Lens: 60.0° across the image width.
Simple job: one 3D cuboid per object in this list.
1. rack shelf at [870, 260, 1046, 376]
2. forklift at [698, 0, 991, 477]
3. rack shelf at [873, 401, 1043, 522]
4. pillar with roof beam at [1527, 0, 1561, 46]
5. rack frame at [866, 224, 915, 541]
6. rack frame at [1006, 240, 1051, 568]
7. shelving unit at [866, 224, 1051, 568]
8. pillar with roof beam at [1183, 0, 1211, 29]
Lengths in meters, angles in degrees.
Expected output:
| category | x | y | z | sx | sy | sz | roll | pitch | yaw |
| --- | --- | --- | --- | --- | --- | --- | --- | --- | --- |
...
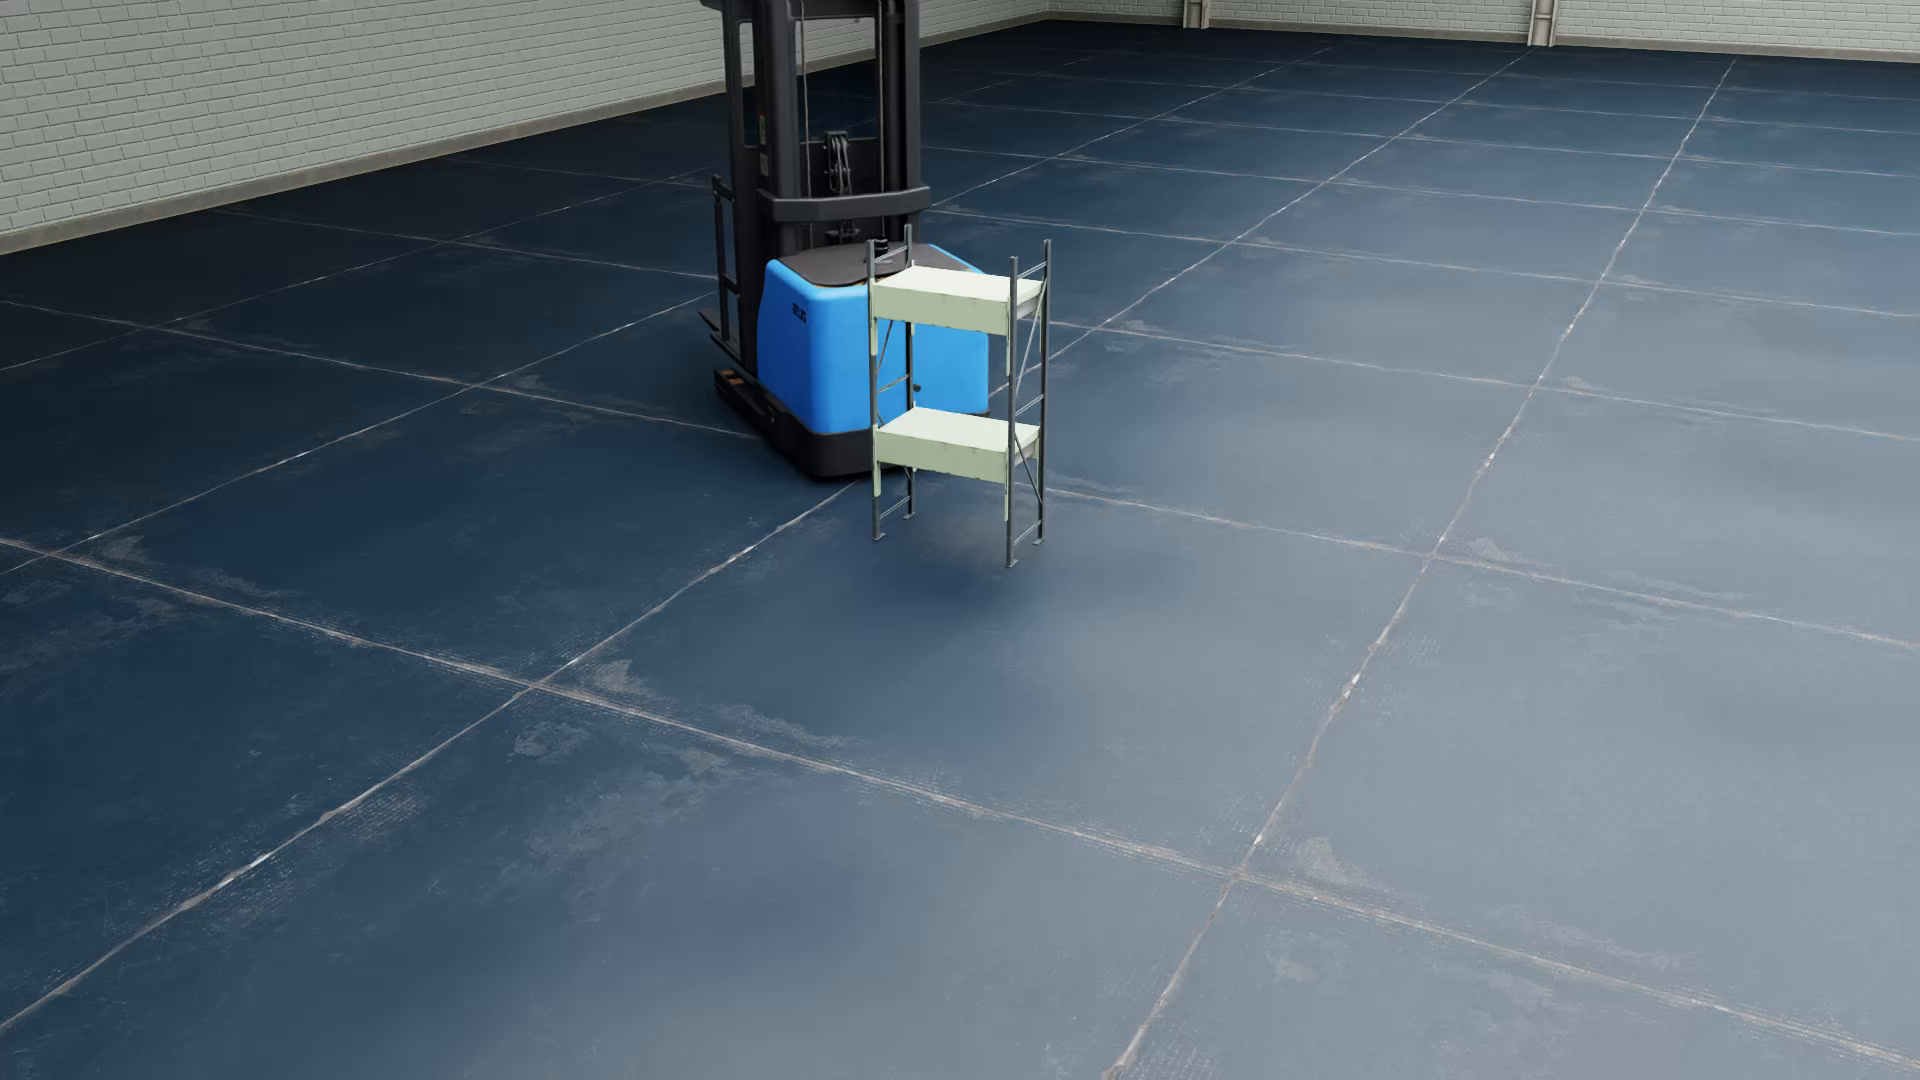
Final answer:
| category | x | y | z | sx | sy | sz | roll | pitch | yaw |
| --- | --- | --- | --- | --- | --- | --- | --- | --- | --- |
| rack shelf | -0.006 | -1.050 | 7.807 | 0.720 | 0.370 | 0.431 | 11 | 25 | 25 |
| forklift | -0.880 | -2.232 | 9.753 | 1.130 | 2.935 | 3.031 | -10 | 25 | -21 |
| rack shelf | -0.006 | -0.391 | 8.087 | 0.720 | 0.370 | 0.431 | 11 | 25 | 25 |
| pillar with roof beam | 7.670 | -10.832 | 22.222 | 0.400 | 9.000 | 9.100 | 11 | 25 | 25 |
| rack frame | -0.333 | -0.756 | 8.111 | 0.023 | 1.500 | 0.400 | 11 | 25 | 25 |
| rack frame | 0.321 | -0.627 | 7.807 | 0.023 | 1.500 | 0.400 | 11 | 25 | 25 |
| shelving unit | -0.006 | -0.691 | 7.959 | 0.755 | 1.500 | 0.431 | 11 | 25 | 25 |
| pillar with roof beam | 2.315 | -11.891 | 24.713 | 0.400 | 9.000 | 9.100 | 11 | 25 | 25 |
